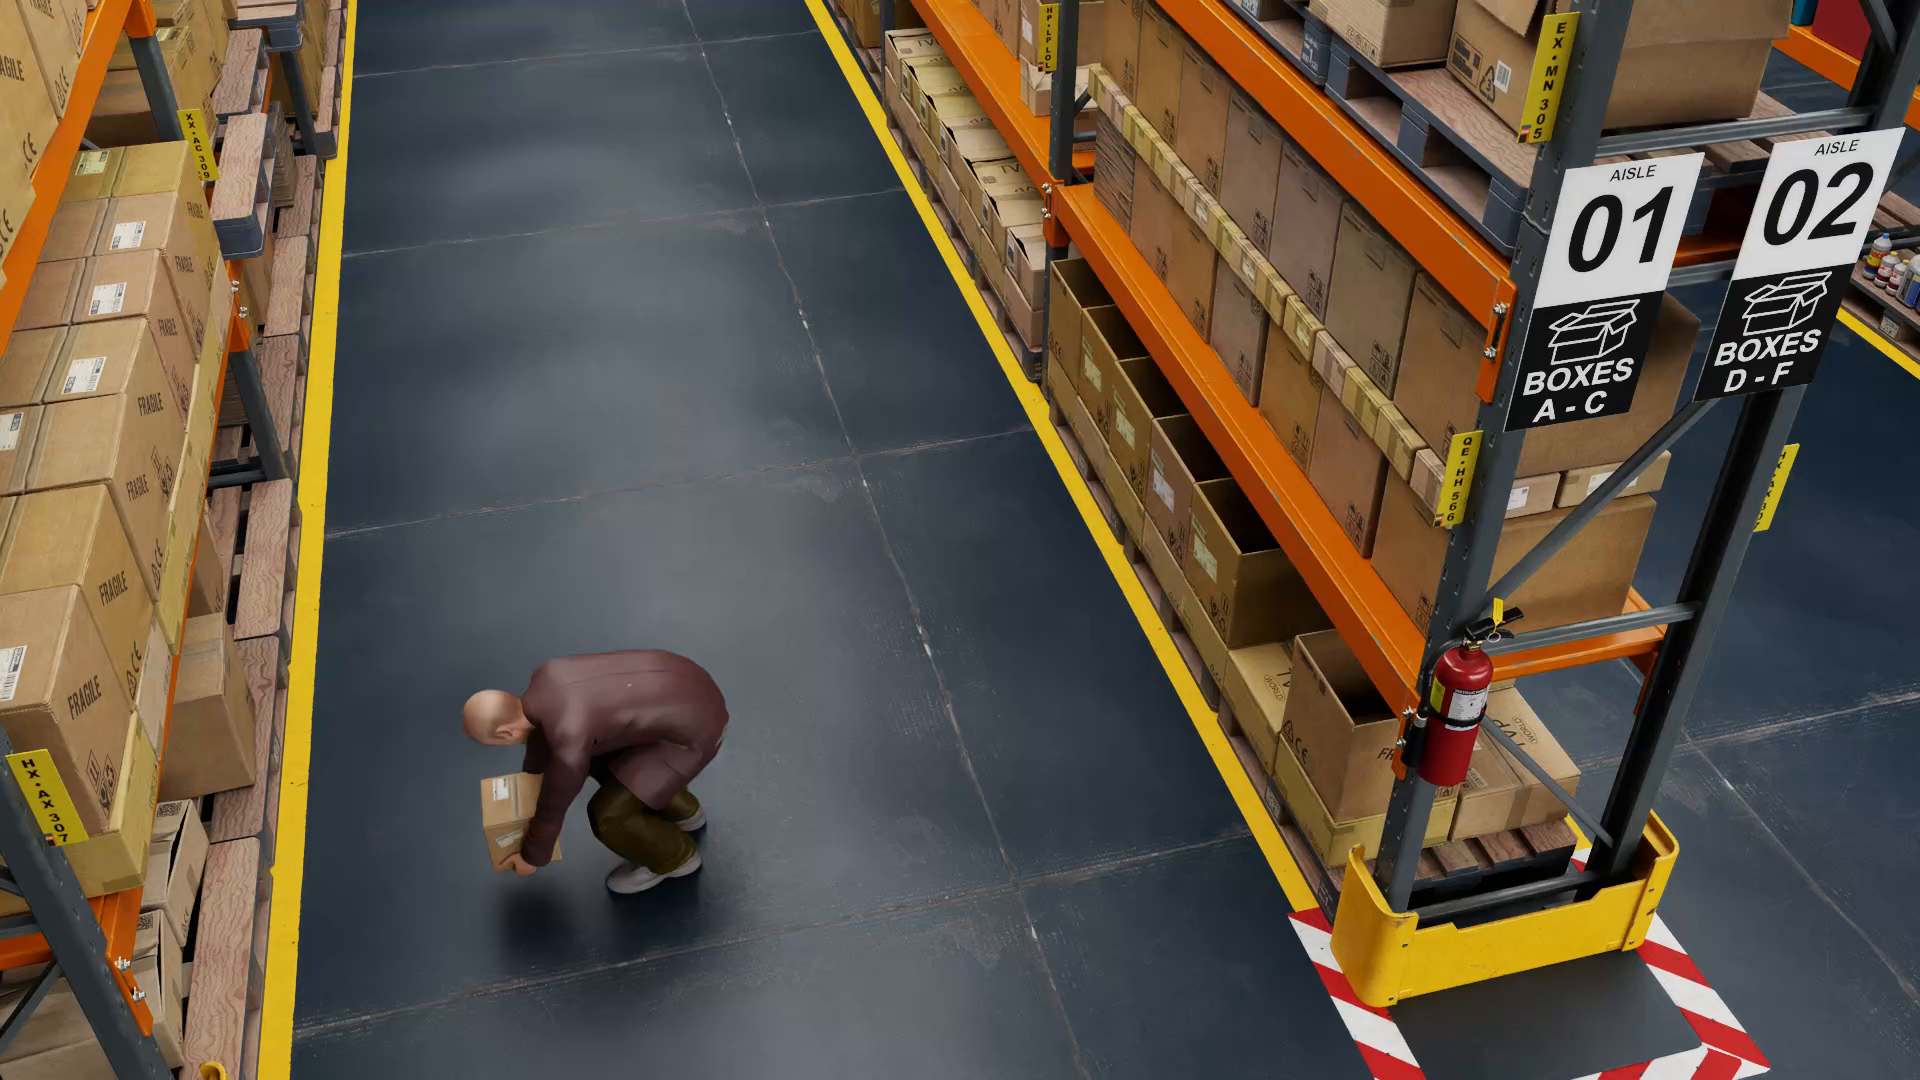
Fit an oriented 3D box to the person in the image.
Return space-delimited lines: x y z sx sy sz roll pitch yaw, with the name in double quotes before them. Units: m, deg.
"person" -1.319 0.859 6.239 0.935 1.014 0.587 -11 39 -14
